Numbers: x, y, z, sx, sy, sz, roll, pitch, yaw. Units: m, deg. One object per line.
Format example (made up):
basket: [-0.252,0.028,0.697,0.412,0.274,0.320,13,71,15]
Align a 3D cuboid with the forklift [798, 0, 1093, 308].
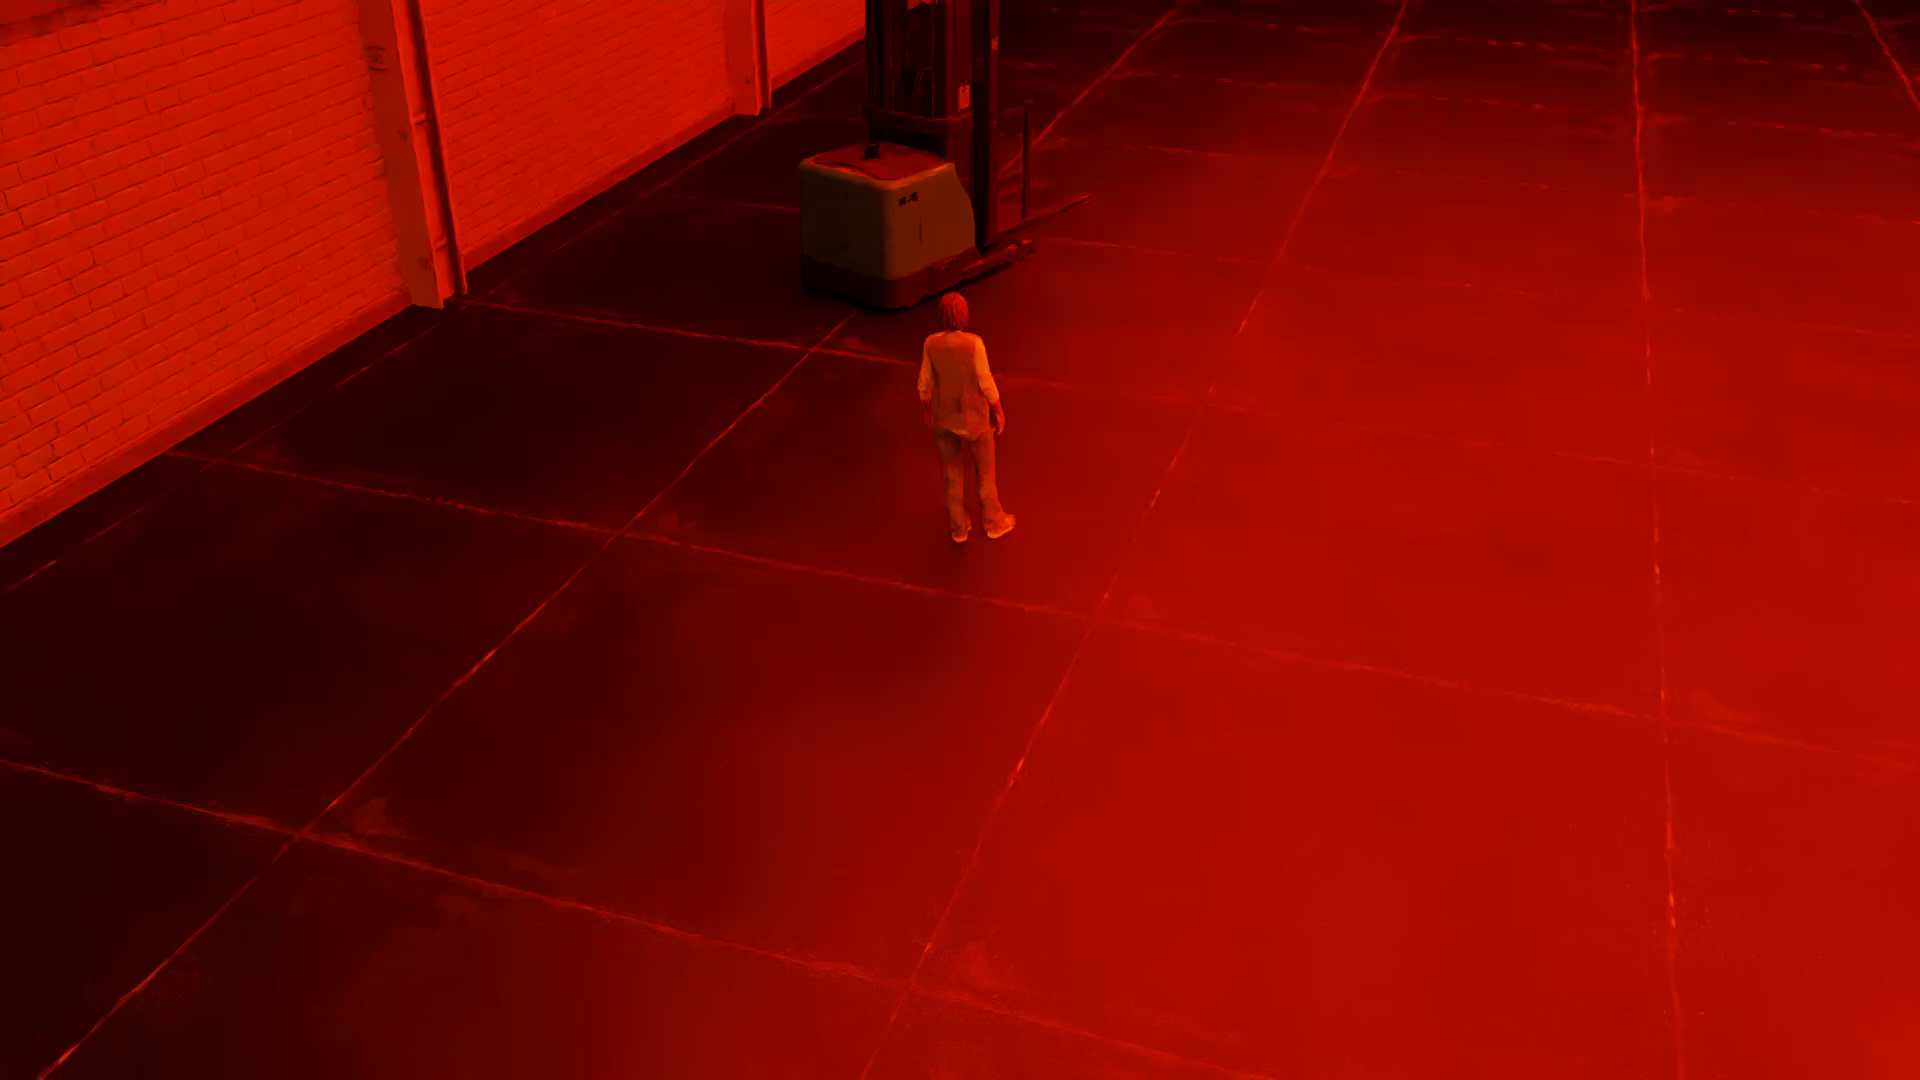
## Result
forklift: [0.009,-3.771,13.751,1.130,2.935,3.031,22,36,33]

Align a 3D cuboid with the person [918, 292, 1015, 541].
person: [0.037,-0.732,9.754,0.521,1.597,0.474,10,31,16]
